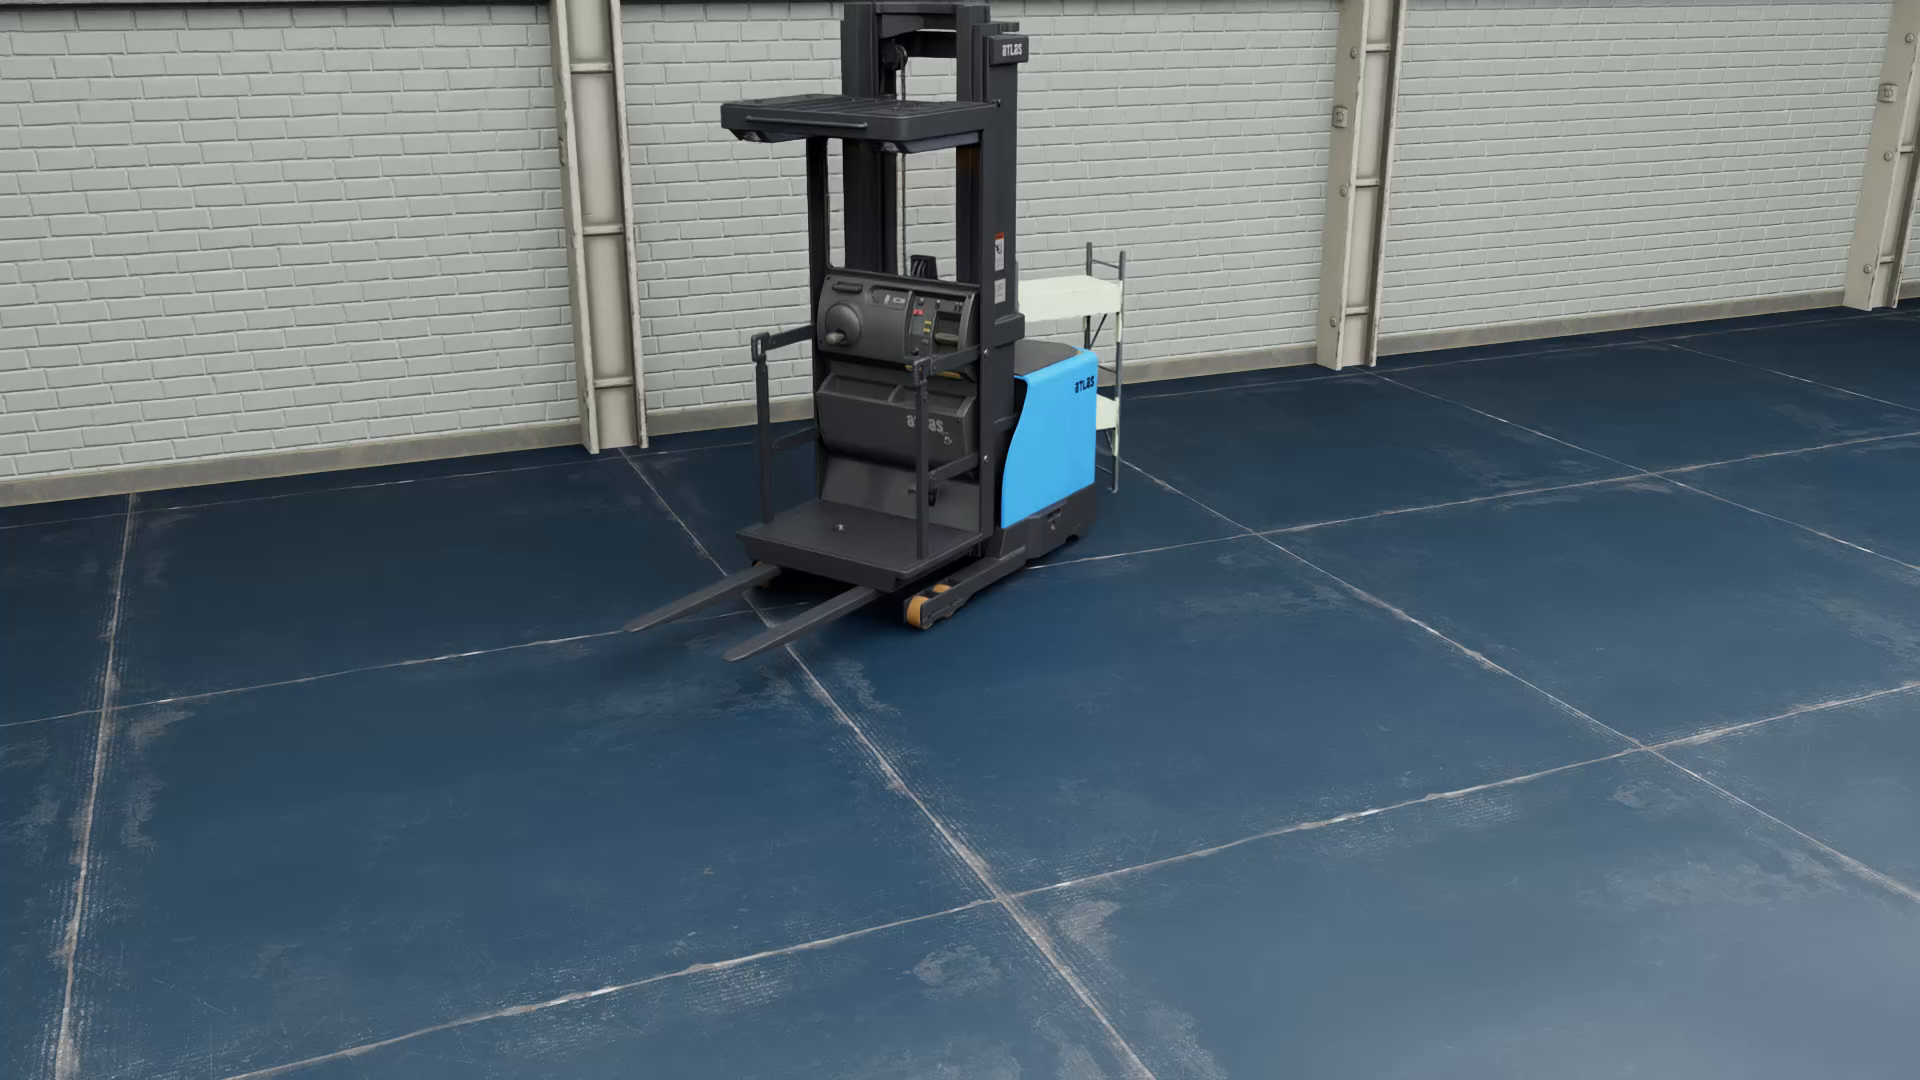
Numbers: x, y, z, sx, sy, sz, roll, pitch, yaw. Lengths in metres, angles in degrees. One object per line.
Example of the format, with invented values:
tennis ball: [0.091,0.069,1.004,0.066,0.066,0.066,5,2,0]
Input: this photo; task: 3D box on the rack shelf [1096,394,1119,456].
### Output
rack shelf: [0.557,-0.699,10.230,0.720,0.370,0.431,-10,22,-26]

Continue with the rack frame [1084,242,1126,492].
rack frame: [0.880,-1.063,10.284,0.023,1.500,0.400,-10,22,-26]

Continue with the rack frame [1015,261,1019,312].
rack frame: [0.234,-0.949,9.959,0.023,1.500,0.400,-10,22,-26]

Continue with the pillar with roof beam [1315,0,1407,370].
pillar with roof beam: [4.856,-4.372,8.390,0.400,9.000,9.100,-8,21,-22]

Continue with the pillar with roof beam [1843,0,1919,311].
pillar with roof beam: [10.365,-5.162,10.632,0.400,9.000,9.100,-8,21,-22]

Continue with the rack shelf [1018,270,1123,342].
rack shelf: [0.557,-1.374,9.992,0.720,0.370,0.431,-10,22,-26]

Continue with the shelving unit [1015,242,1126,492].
shelving unit: [0.557,-1.006,10.121,0.755,1.500,0.431,-10,22,-26]

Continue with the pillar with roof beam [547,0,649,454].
pillar with roof beam: [-0.653,-3.583,6.149,0.400,9.000,9.100,-8,21,-22]

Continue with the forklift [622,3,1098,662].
forklift: [-0.448,-1.117,8.282,1.130,2.935,3.031,12,23,32]
